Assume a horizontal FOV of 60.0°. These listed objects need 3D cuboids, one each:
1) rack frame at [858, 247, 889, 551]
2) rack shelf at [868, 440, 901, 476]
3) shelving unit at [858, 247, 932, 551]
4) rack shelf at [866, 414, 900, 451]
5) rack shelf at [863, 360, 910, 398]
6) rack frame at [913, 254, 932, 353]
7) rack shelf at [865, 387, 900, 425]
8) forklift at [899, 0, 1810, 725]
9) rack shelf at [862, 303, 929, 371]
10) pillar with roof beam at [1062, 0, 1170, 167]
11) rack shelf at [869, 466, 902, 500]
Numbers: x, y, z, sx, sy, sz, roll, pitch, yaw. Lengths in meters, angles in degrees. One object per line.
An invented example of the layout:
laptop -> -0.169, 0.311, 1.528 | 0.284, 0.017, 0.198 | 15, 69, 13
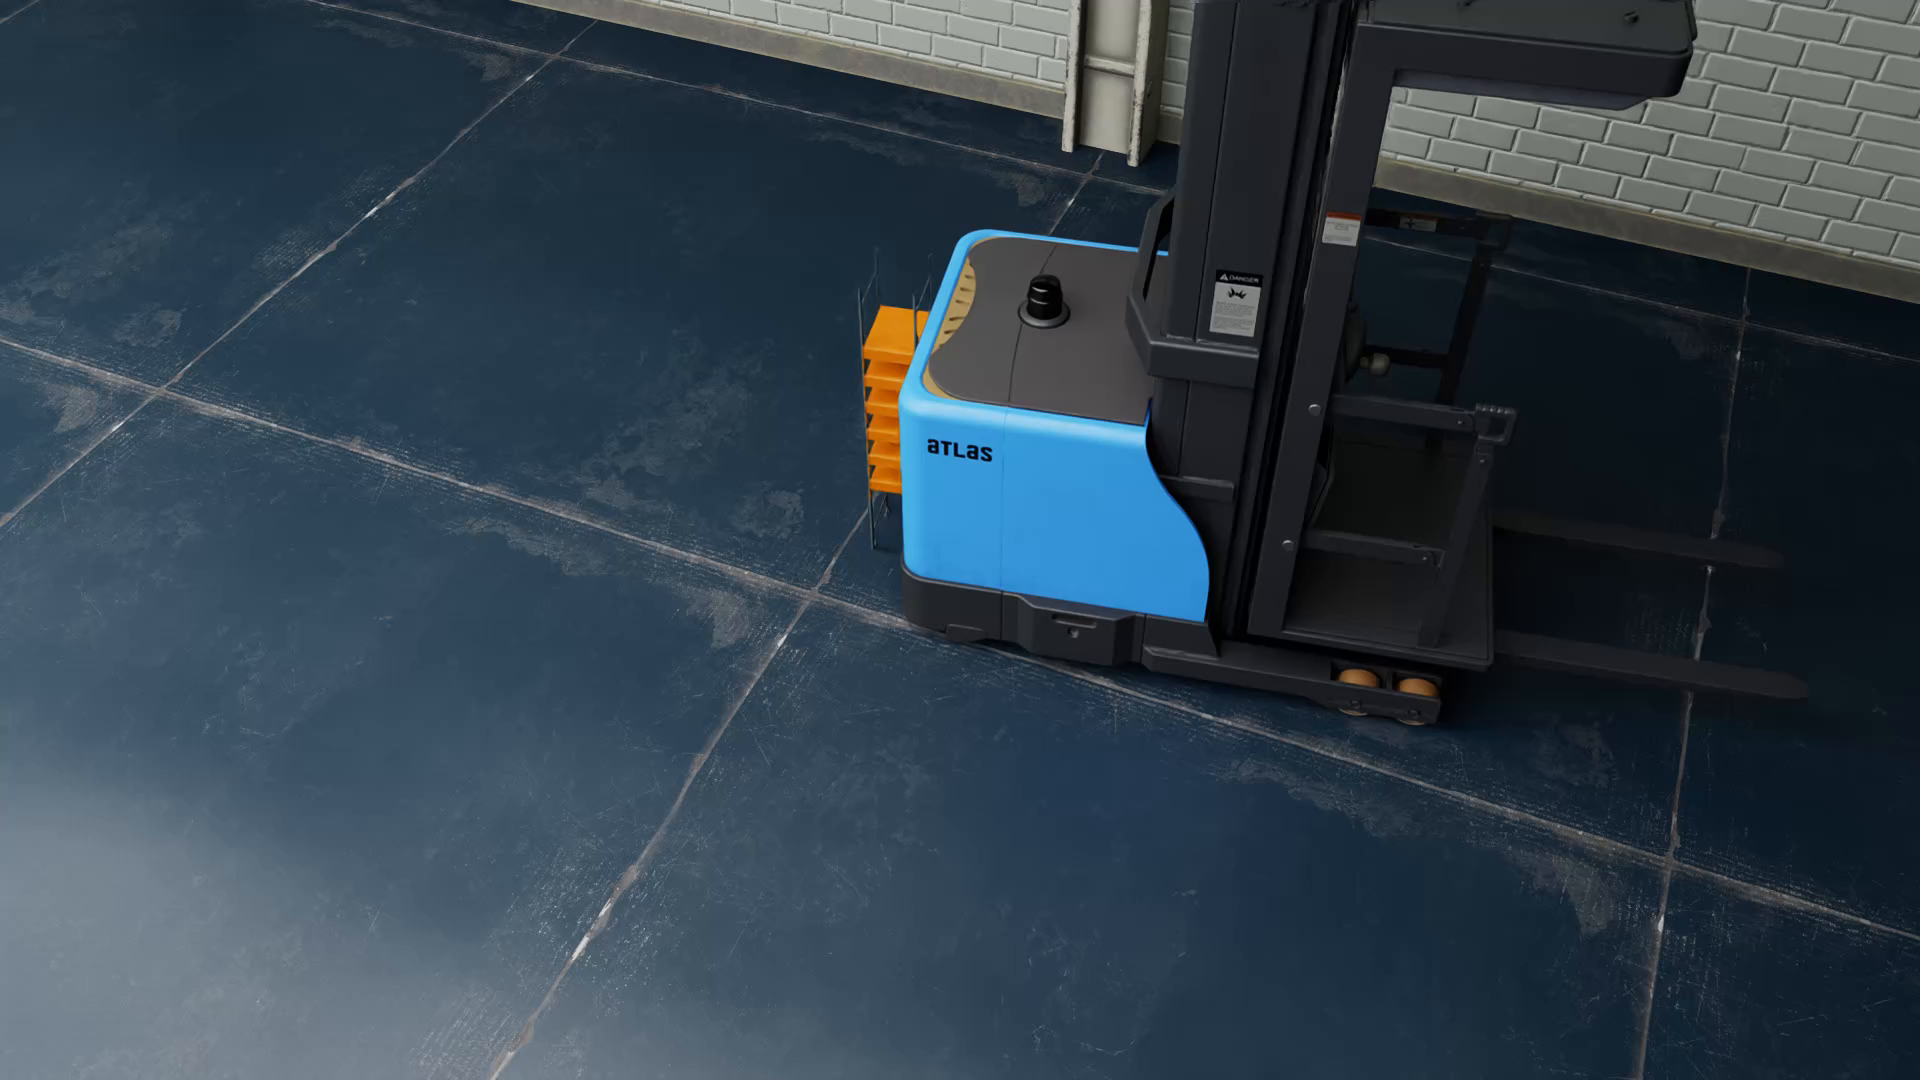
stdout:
rack frame -> -0.301, -0.467, 5.869 | 0.006, 1.200, 0.240 | 9, 46, 9
rack shelf -> -0.212, -0.337, 5.971 | 0.180, 0.103, 0.258 | 9, 46, 9
shelving unit -> -0.212, -0.453, 5.855 | 0.189, 1.200, 0.258 | 9, 46, 9
rack shelf -> -0.212, -0.422, 5.886 | 0.180, 0.103, 0.258 | 9, 46, 9
rack shelf -> -0.212, -0.592, 5.717 | 0.180, 0.103, 0.258 | 9, 46, 9
rack frame -> -0.122, -0.439, 5.841 | 0.006, 1.200, 0.240 | 9, 46, 9
rack shelf -> -0.212, -0.507, 5.801 | 0.180, 0.103, 0.258 | 9, 46, 9
forklift -> 1.364, -0.827, 5.003 | 3.031, 2.935, 1.130 | 9, 46, 9
rack shelf -> -0.212, -0.677, 5.632 | 0.180, 0.103, 0.258 | 9, 46, 9
pillar with roof beam -> -0.917, -2.351, 2.233 | 0.400, 9.000, 9.100 | 16, 47, 16
rack shelf -> -0.212, -0.252, 6.055 | 0.180, 0.103, 0.258 | 9, 46, 9
